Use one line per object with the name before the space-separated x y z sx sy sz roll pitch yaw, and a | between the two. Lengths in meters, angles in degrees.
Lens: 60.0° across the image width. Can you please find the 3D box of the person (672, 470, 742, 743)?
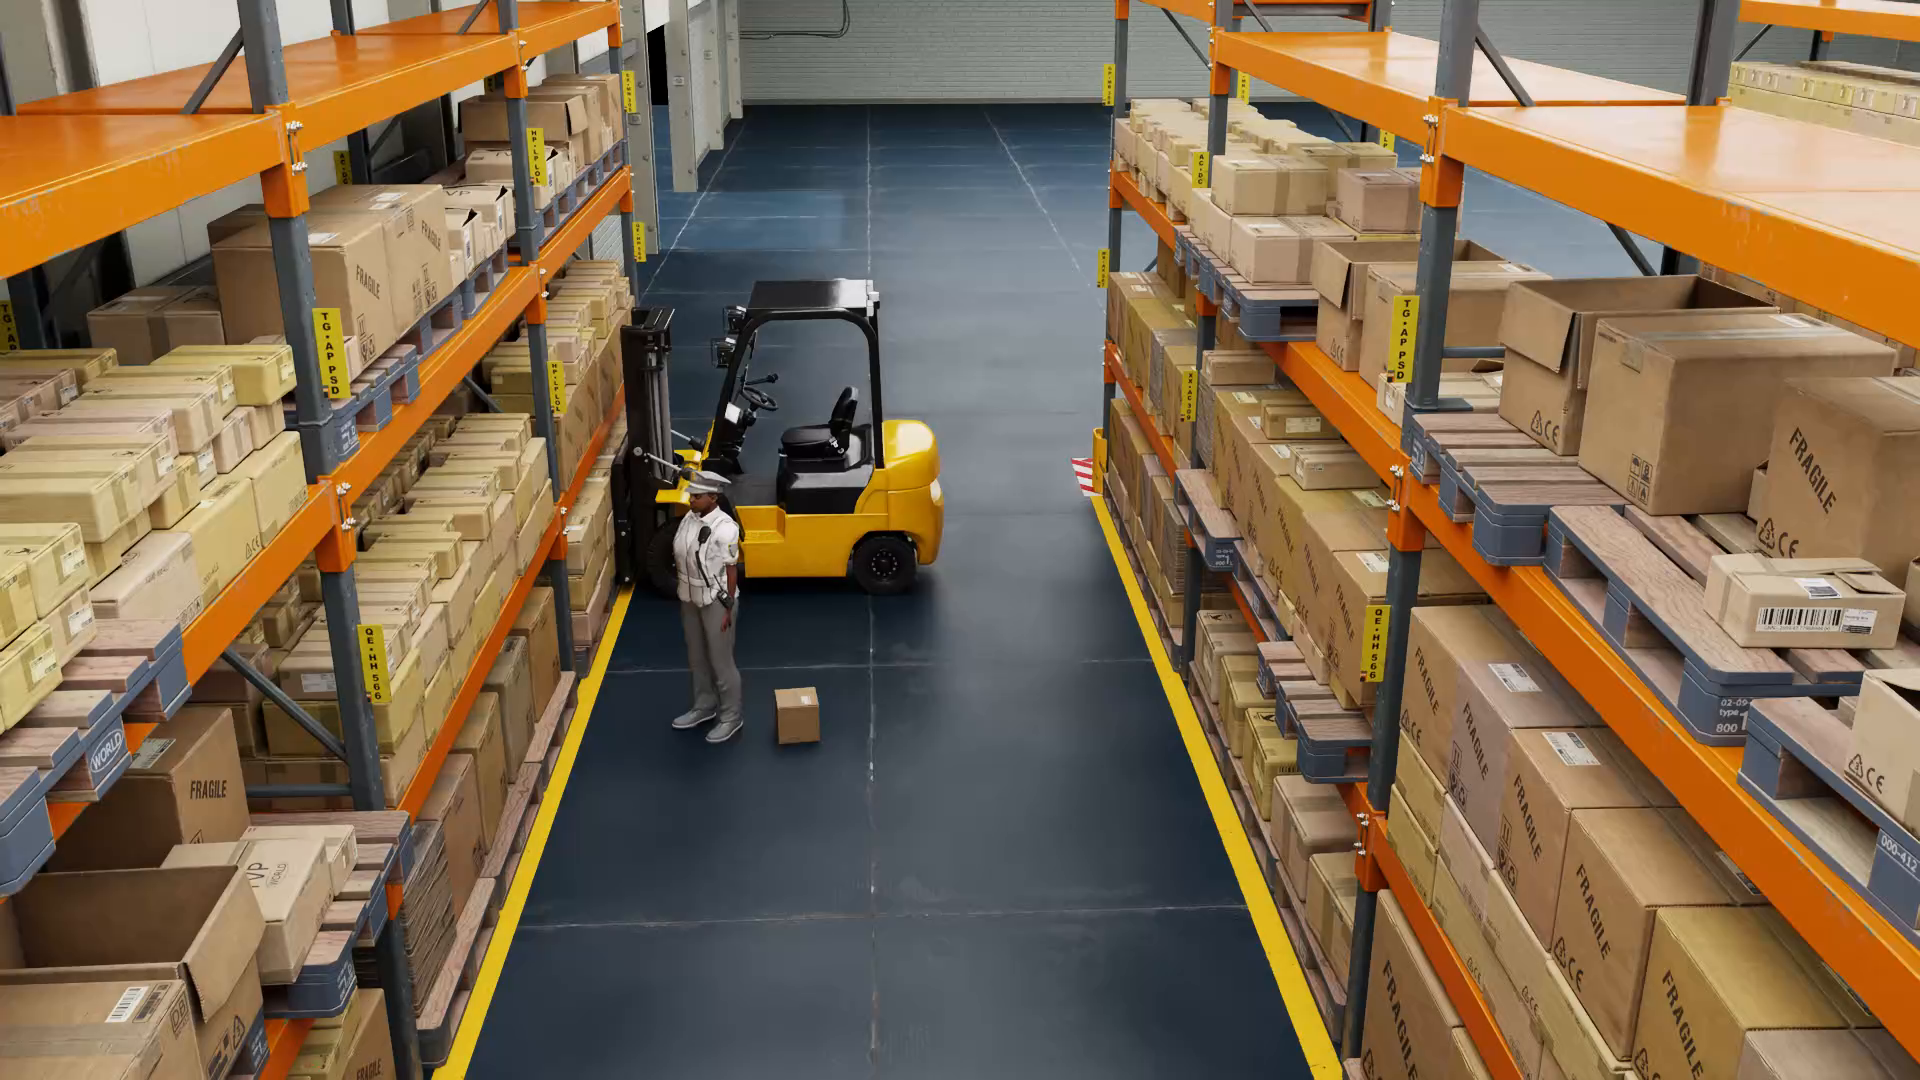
person | -1.530 0.376 10.033 0.435 1.693 0.361 17 26 38
